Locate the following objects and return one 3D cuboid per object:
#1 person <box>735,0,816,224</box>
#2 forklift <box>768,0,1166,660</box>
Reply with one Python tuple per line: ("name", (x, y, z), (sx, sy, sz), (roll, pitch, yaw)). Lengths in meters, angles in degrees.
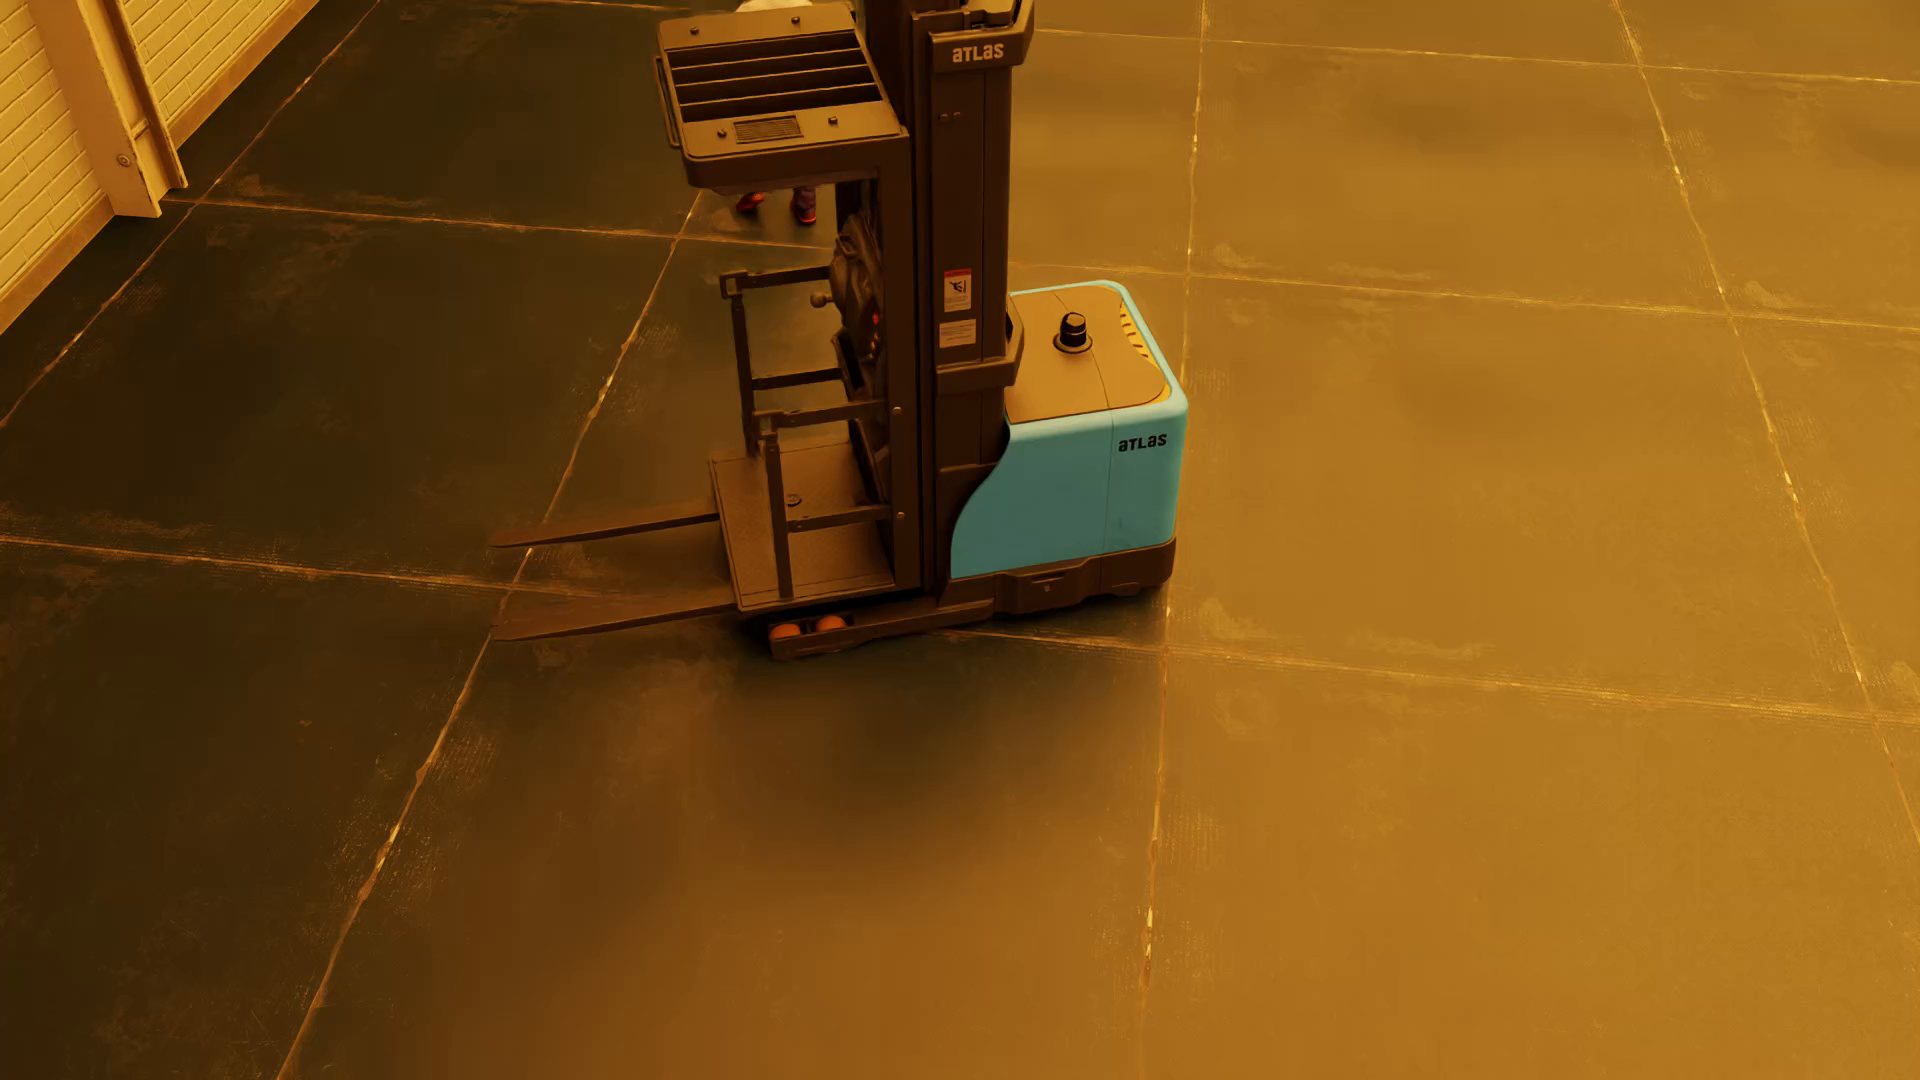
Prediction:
("person", (-1.058, -2.592, 9.547), (0.578, 1.678, 0.478), (-13, 44, -14))
("forklift", (-0.601, -0.948, 6.757), (3.031, 2.935, 1.121), (-9, 43, -10))
